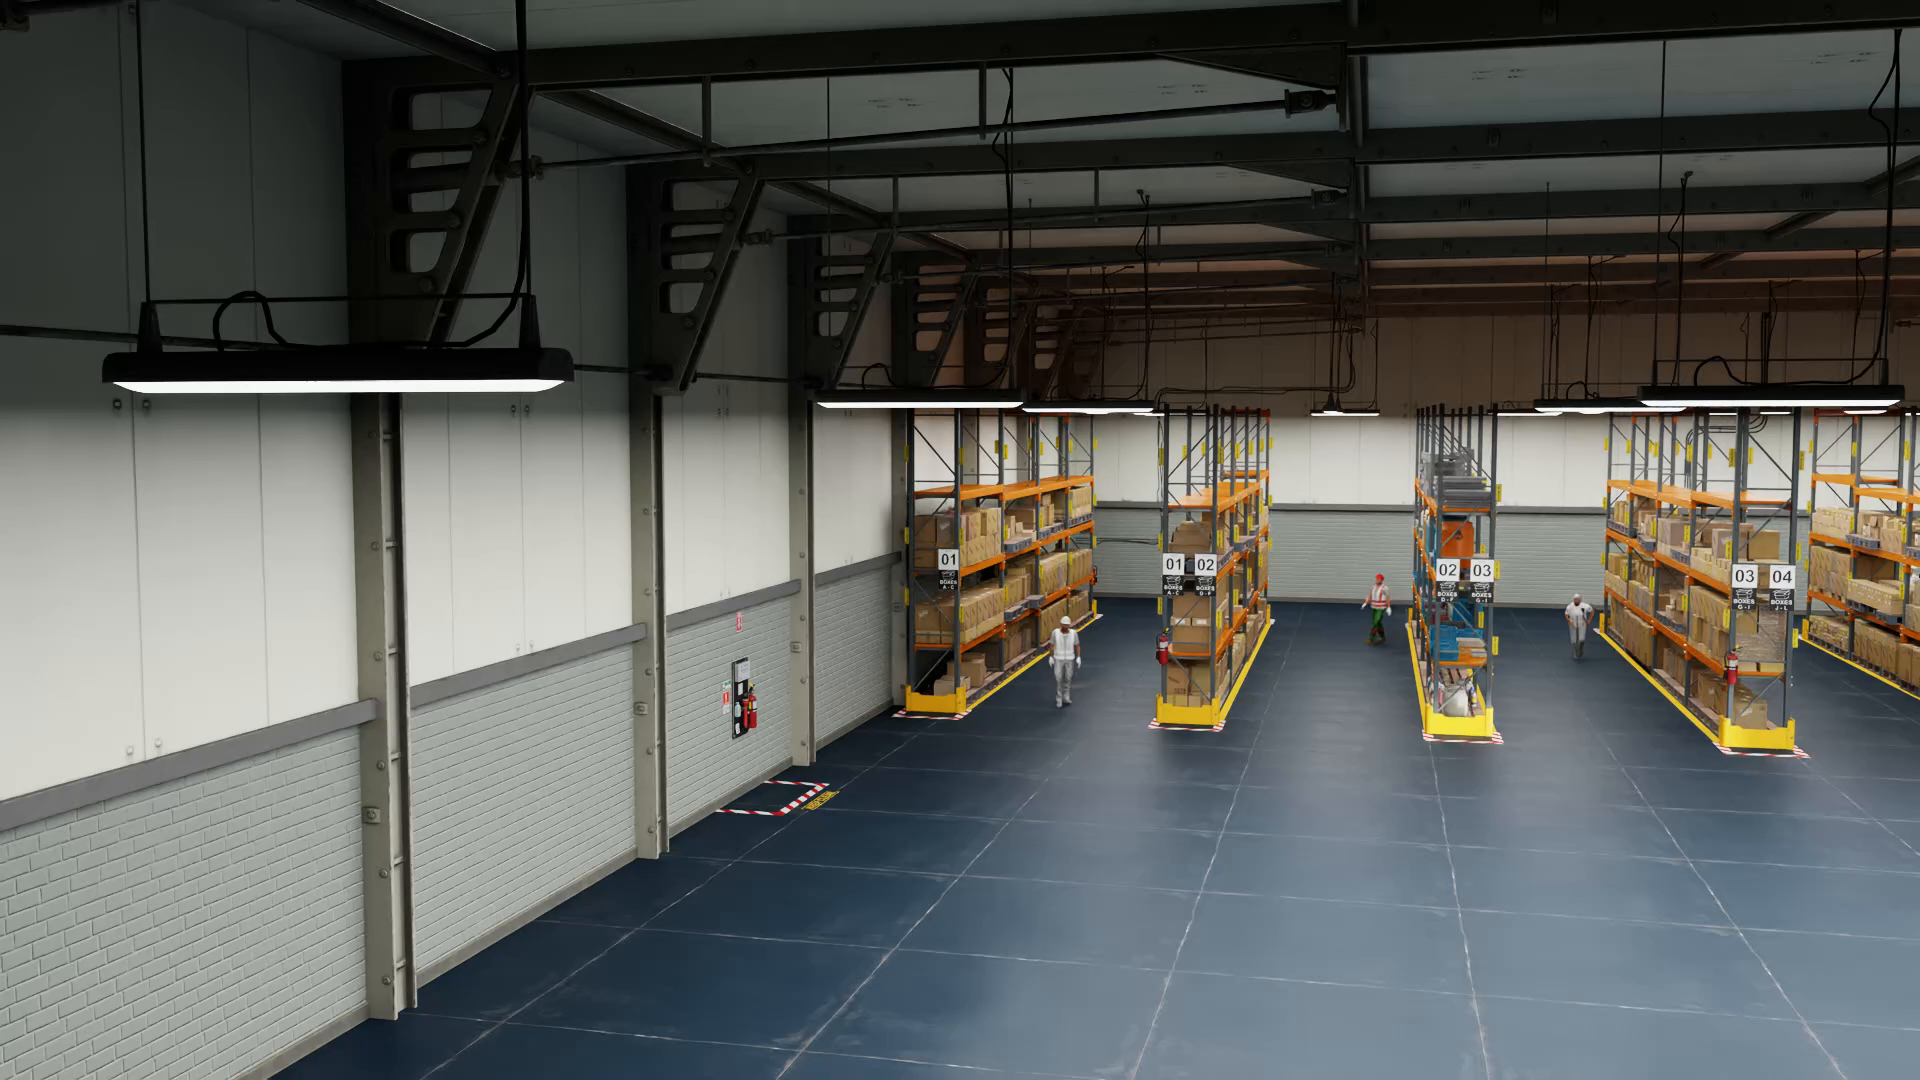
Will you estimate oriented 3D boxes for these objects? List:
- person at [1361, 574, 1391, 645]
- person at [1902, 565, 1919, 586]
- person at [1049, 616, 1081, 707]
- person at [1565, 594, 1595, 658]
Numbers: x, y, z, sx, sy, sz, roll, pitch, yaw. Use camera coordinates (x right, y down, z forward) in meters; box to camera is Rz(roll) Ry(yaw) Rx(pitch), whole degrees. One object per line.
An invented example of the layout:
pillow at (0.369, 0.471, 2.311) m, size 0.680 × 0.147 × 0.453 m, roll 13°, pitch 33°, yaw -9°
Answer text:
person at (10.563, 1.745, 42.314) m, size 0.854 × 1.766 × 0.579 m, roll -2°, pitch 5°, yaw -30°
person at (25.610, 1.537, 44.943) m, size 0.461 × 1.788 × 0.588 m, roll -1°, pitch 4°, yaw -9°
person at (2.096, 2.432, 33.241) m, size 0.619 × 1.847 × 0.496 m, roll 0°, pitch 4°, yaw -5°
person at (14.767, 2.052, 39.640) m, size 0.659 × 1.576 × 0.738 m, roll 2°, pitch 5°, yaw 23°
